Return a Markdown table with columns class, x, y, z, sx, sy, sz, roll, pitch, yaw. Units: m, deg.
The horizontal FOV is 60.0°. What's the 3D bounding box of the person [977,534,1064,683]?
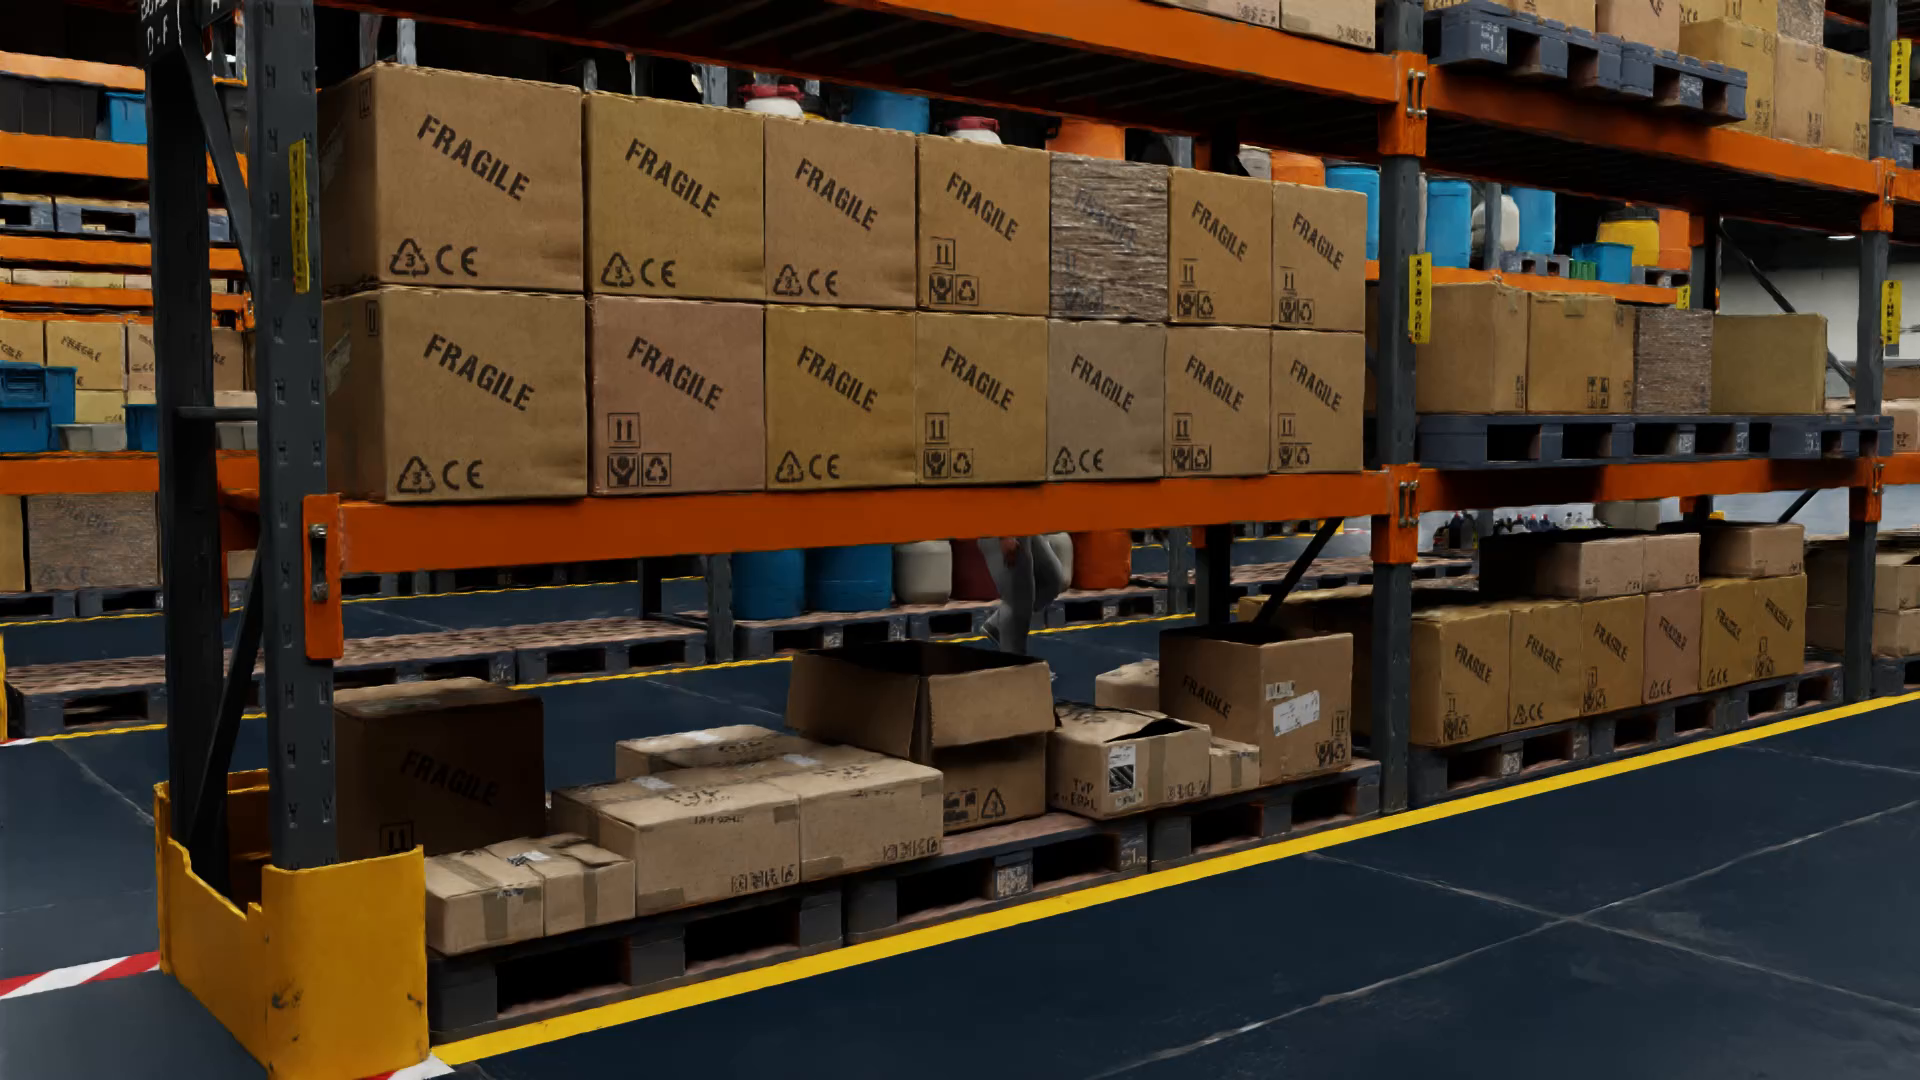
| class | x | y | z | sx | sy | sz | roll | pitch | yaw |
| --- | --- | --- | --- | --- | --- | --- | --- | --- | --- |
| person | 0.323 | -0.049 | 9.248 | 0.481 | 1.737 | 0.682 | 1 | 4 | 9 |
